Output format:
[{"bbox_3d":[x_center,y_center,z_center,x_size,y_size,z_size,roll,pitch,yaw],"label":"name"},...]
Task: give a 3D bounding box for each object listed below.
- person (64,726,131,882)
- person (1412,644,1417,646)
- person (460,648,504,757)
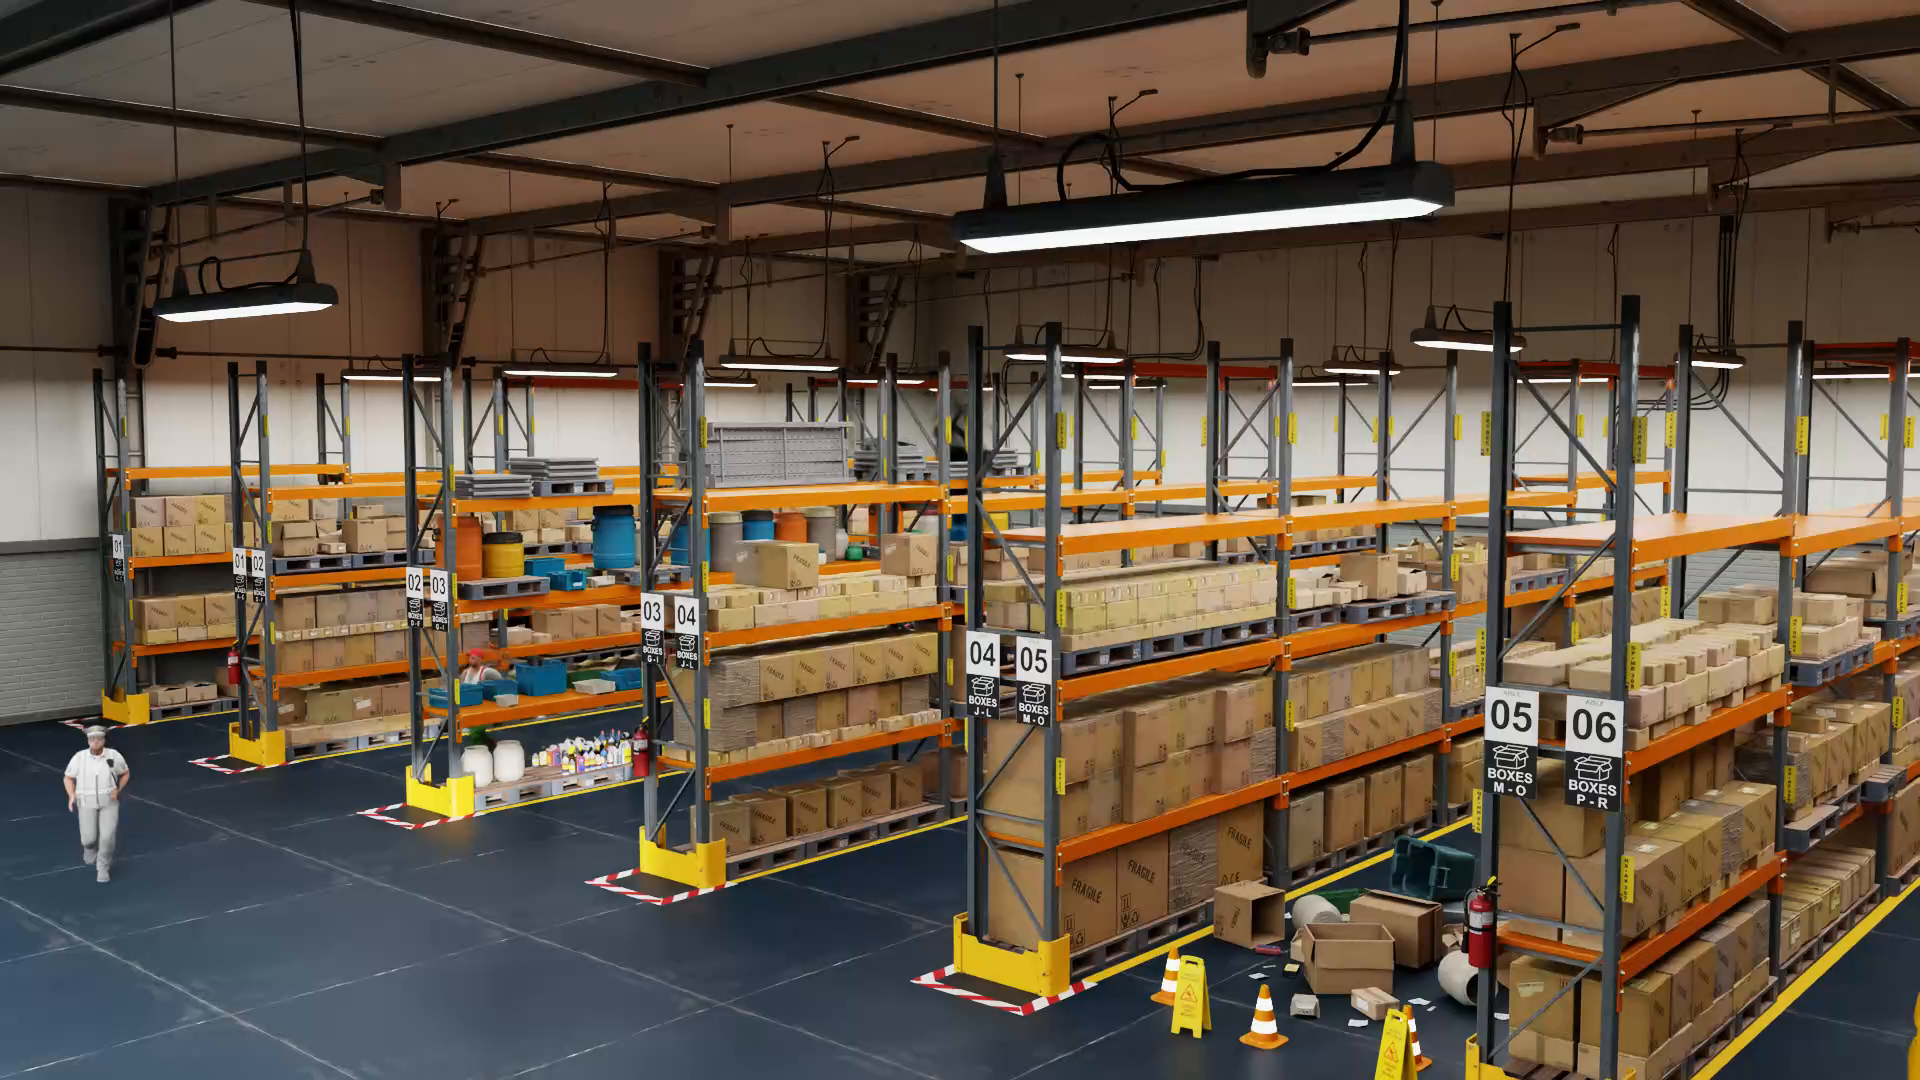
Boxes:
[{"bbox_3d":[-9.665,2.938,18.654,0.665,1.740,0.603,-2,5,-28],"label":"person"},{"bbox_3d":[6.899,2.451,25.181,0.892,1.749,0.641,-4,6,-44],"label":"person"},{"bbox_3d":[-7.008,2.480,24.204,0.642,1.833,0.893,2,5,30],"label":"person"}]
